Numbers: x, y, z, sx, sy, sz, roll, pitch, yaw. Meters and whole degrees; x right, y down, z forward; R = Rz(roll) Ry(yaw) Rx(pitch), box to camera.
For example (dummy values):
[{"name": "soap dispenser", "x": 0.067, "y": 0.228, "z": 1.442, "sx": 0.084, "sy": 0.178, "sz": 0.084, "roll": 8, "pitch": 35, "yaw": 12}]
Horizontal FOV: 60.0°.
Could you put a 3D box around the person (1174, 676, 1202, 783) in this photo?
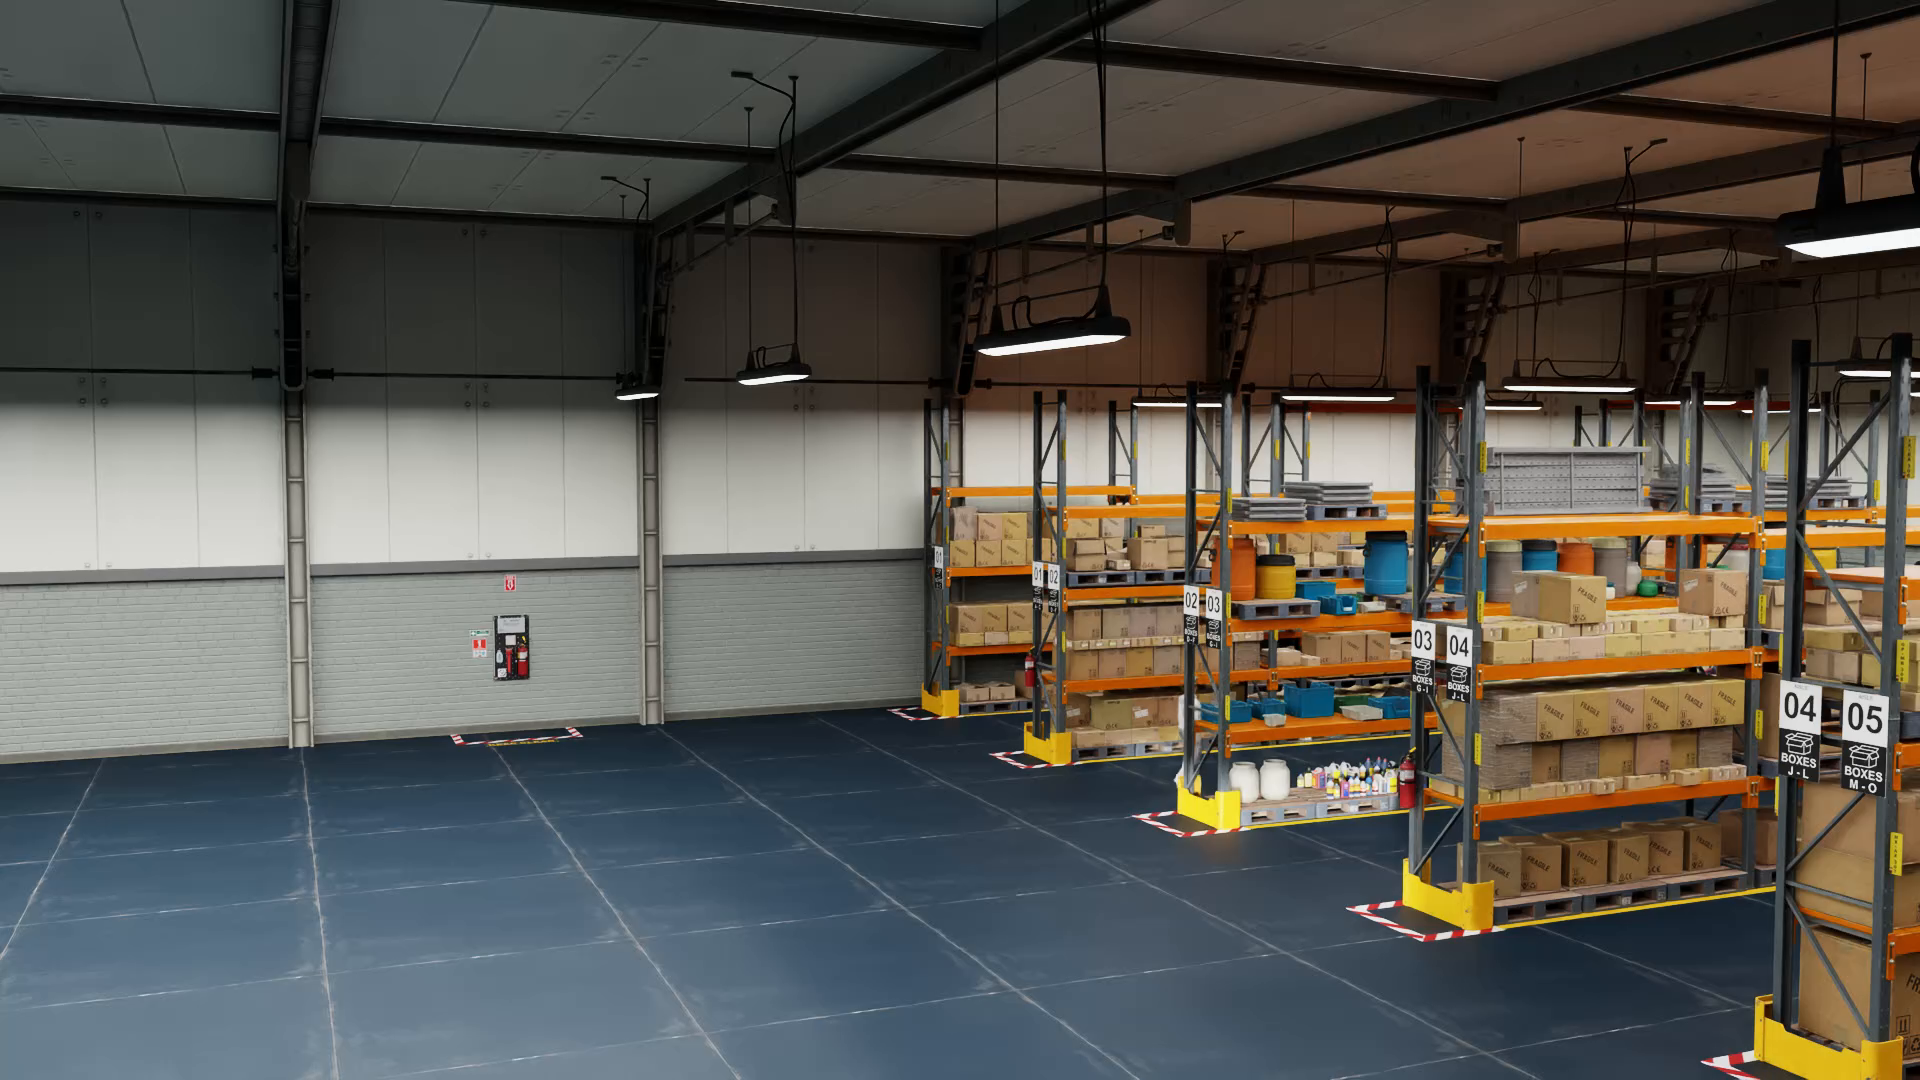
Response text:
[{"name": "person", "x": 3.392, "y": 2.878, "z": 24.826, "sx": 0.516, "sy": 1.662, "sz": 0.512, "roll": -1, "pitch": 4, "yaw": -23}]
